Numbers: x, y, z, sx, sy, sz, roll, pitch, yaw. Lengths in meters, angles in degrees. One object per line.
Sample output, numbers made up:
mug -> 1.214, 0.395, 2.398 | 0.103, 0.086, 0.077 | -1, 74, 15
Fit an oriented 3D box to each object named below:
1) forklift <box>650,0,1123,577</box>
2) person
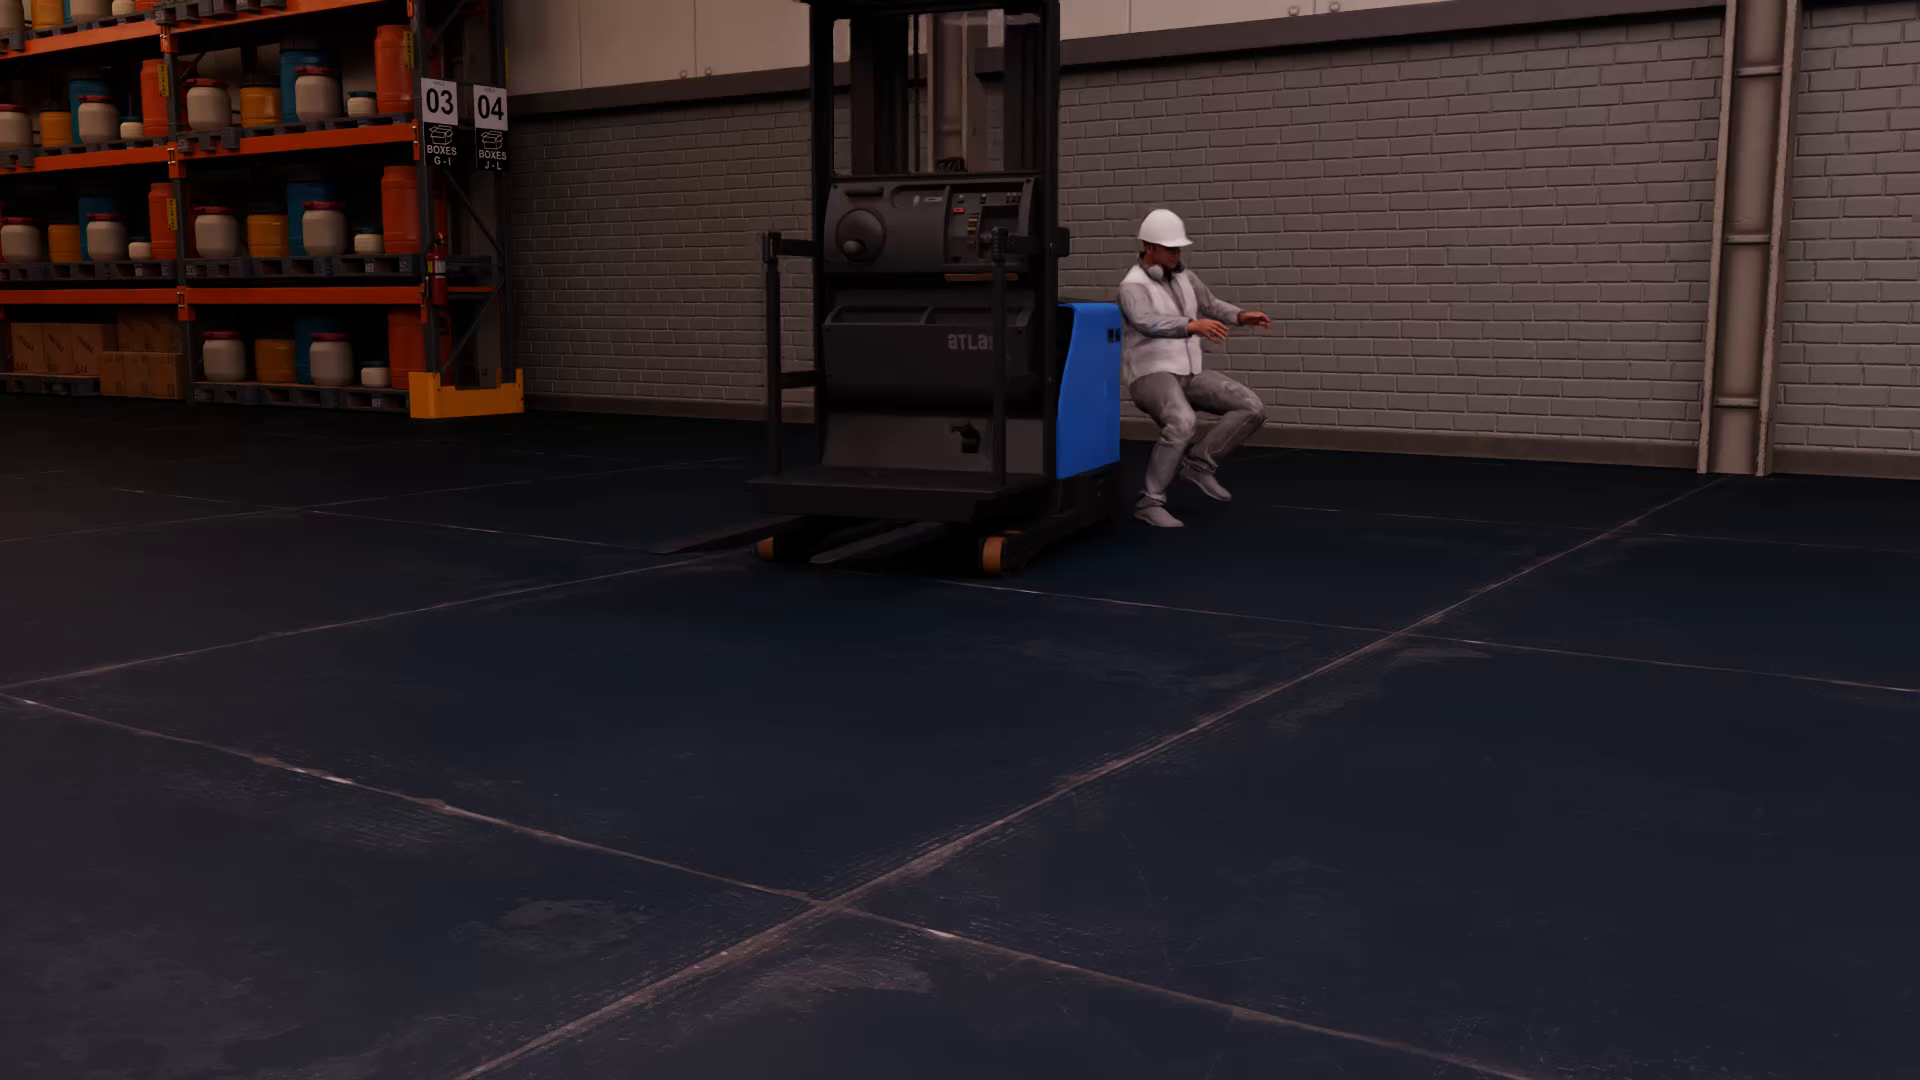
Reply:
forklift -> -0.211, -1.370, 6.827 | 1.130, 2.935, 3.031 | 3, 9, 21
person -> 1.146, -0.872, 8.373 | 0.775, 1.569, 0.837 | 8, 11, 44
